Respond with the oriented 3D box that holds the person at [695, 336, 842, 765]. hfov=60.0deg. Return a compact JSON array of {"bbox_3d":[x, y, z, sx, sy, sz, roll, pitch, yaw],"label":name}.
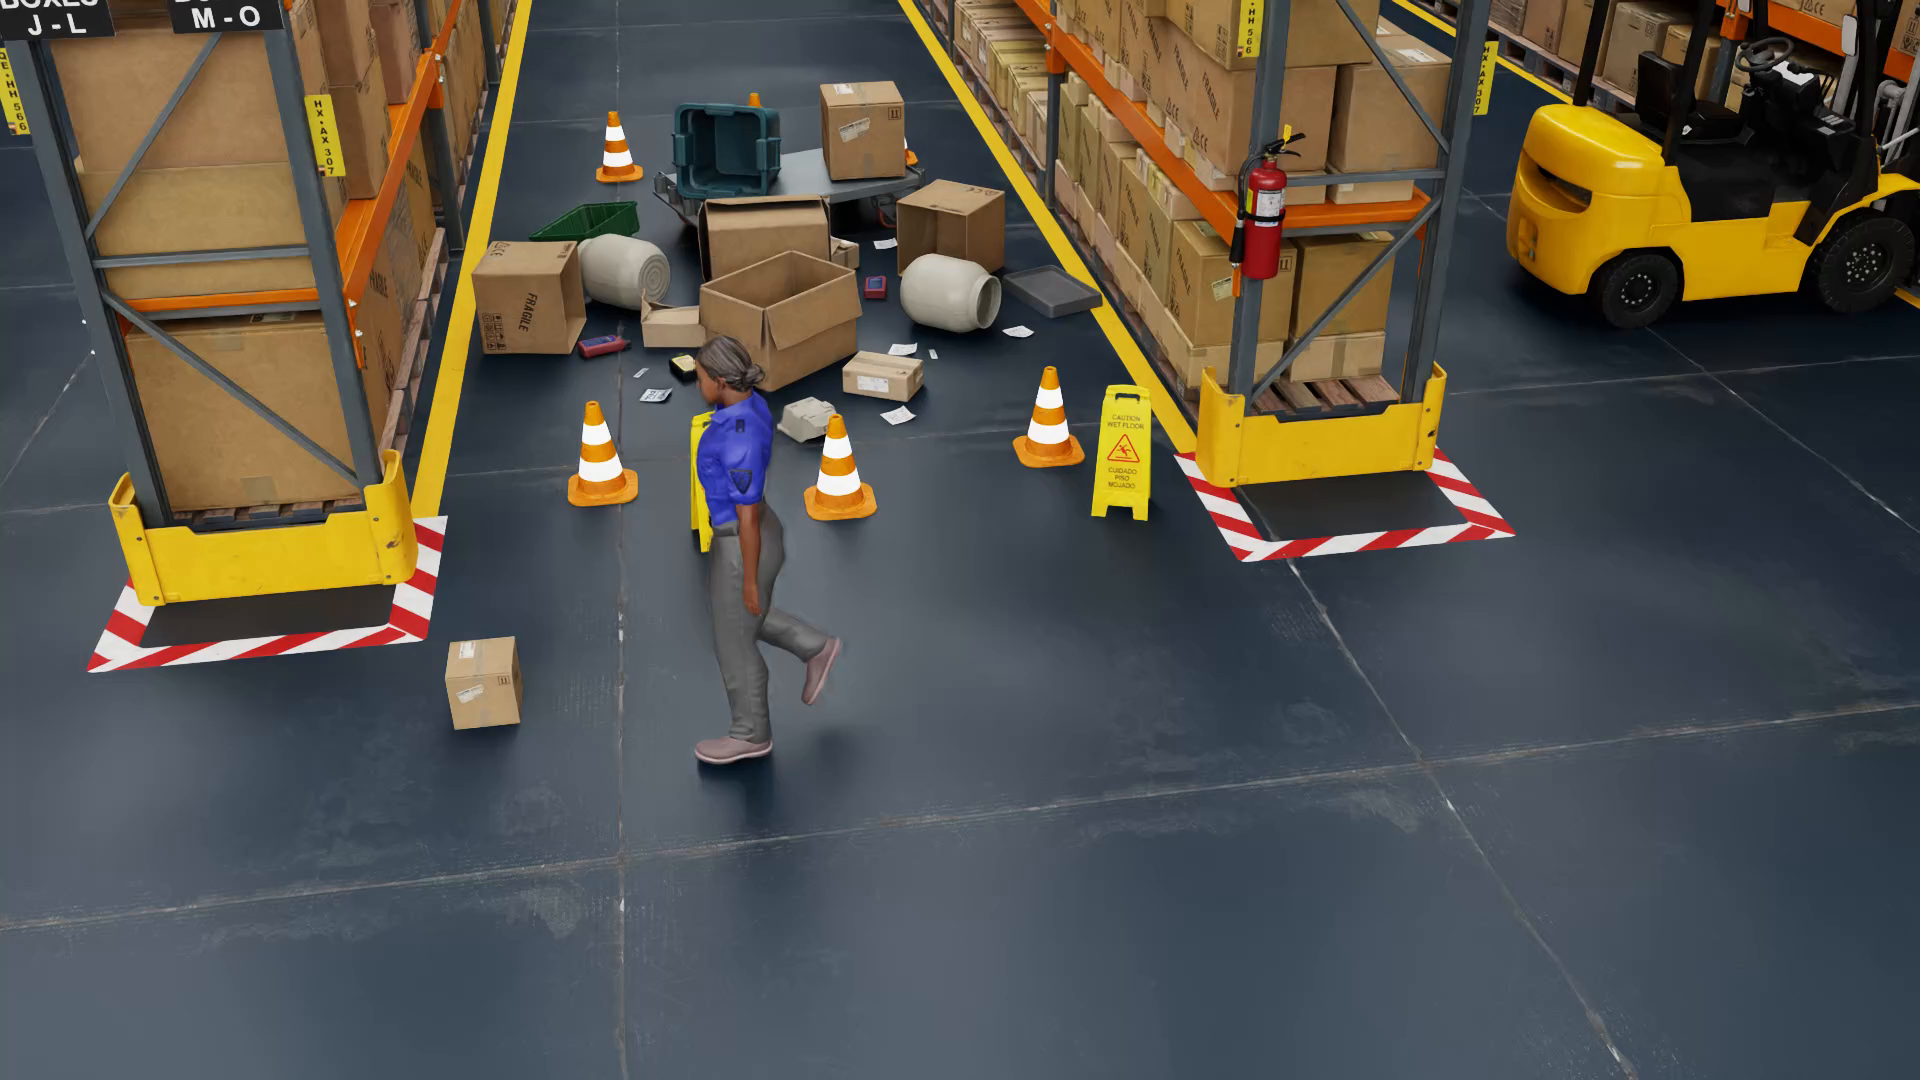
[{"bbox_3d":[-0.733,0.030,6.058,0.574,1.651,0.460,-2,31,-3],"label":"person"}]
